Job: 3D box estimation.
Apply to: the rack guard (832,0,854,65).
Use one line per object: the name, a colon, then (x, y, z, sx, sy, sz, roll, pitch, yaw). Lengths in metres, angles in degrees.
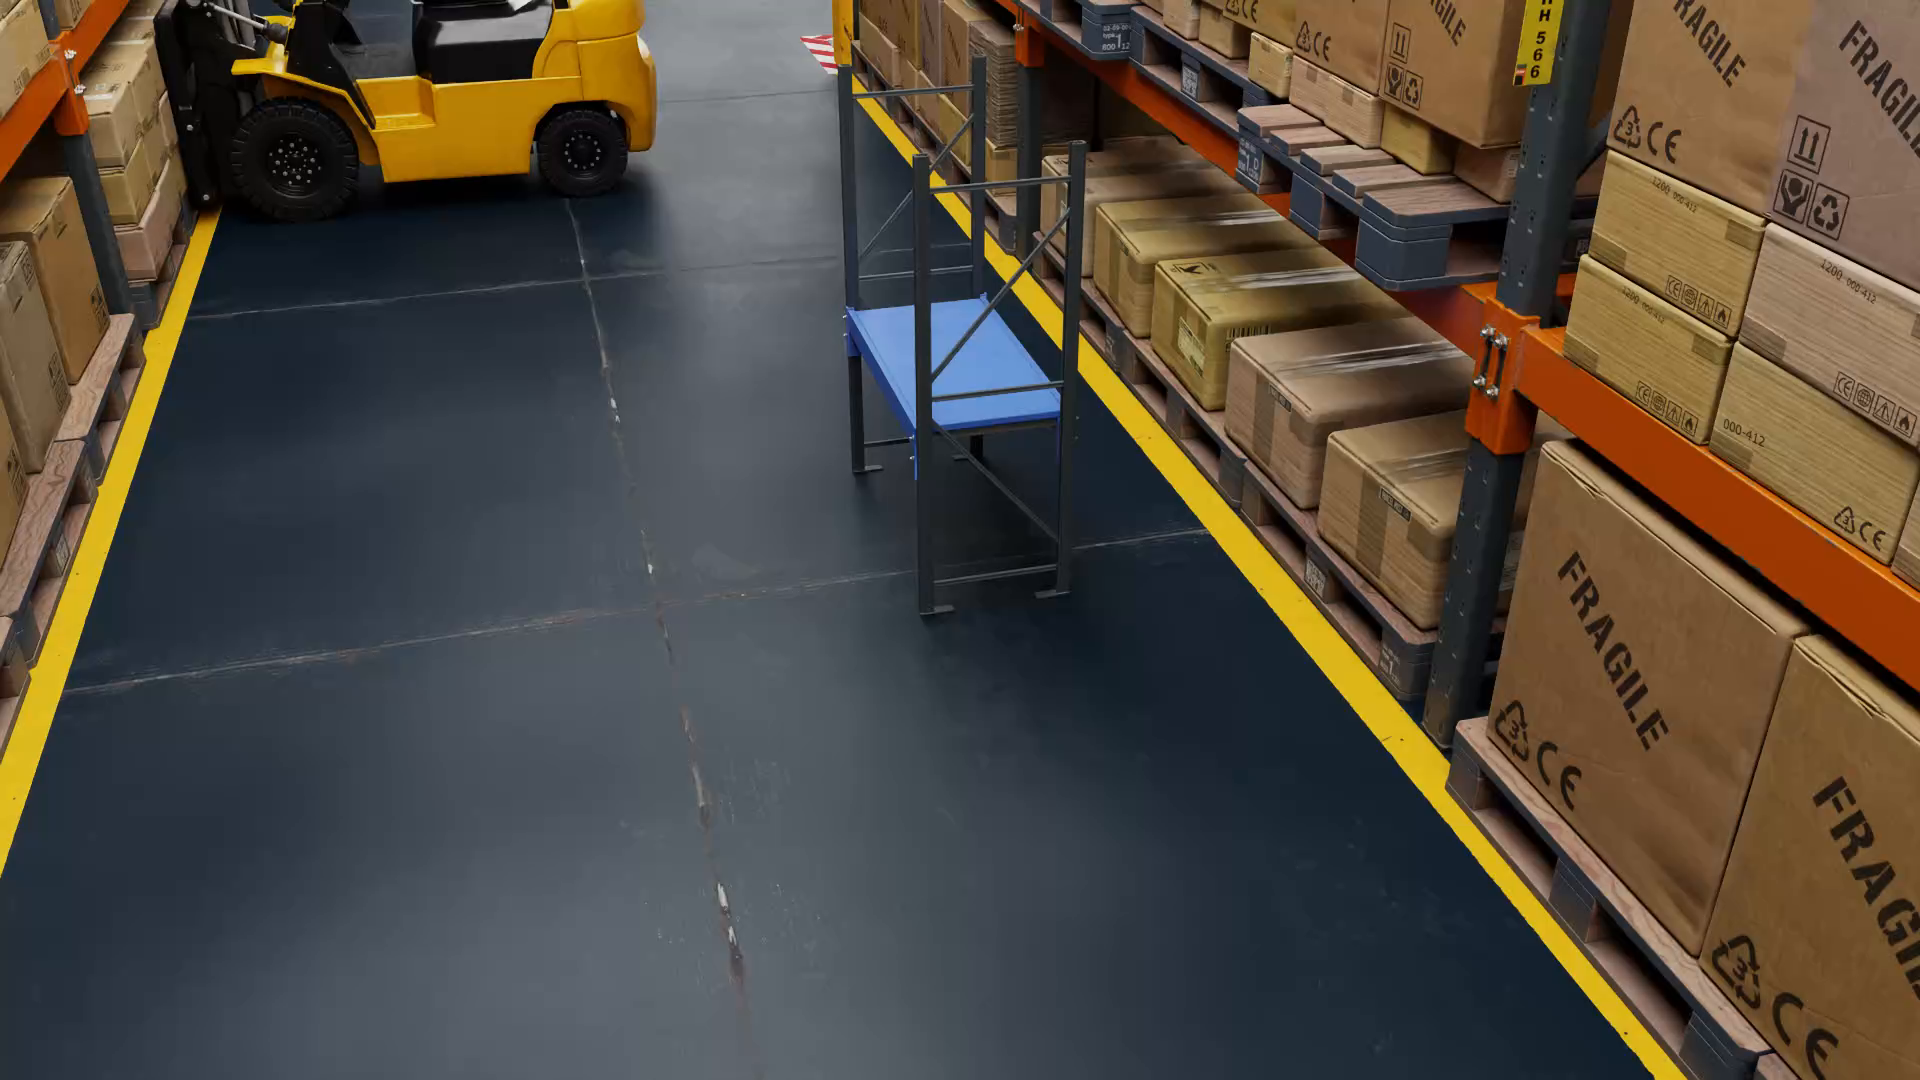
rack guard: (-0.273, -3.538, 11.364, 1.175, 0.500, 0.348, -8, 31, -13)

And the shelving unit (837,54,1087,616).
shelving unit: (-0.023, -0.690, 5.445, 0.538, 1.500, 1.048, -8, 31, -13)

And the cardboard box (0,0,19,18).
cardboard box: (-3.639, -2.011, 5.881, 0.500, 0.250, 0.500, -9, 31, -14)

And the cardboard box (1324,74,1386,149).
cardboard box: (1.266, -1.228, 4.710, 0.380, 0.149, 0.250, -8, 31, -14)

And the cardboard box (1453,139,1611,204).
cardboard box: (1.517, -0.993, 4.303, 0.380, 0.149, 0.250, -7, 31, -11)

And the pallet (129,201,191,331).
pallet: (-4.187, -1.246, 7.692, 1.003, 0.211, 1.213, -8, 31, -13)

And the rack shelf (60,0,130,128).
rack shelf: (-4.547, -2.718, 8.169, 1.077, 0.370, 4.000, -8, 31, -13)

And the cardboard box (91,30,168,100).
cardboard box: (-4.111, -2.250, 7.970, 0.500, 0.250, 0.500, -7, 31, -12)

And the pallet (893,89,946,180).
pallet: (0.229, -2.428, 9.734, 1.003, 0.211, 1.213, -8, 31, -13)

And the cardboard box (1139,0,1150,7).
cardboard box: (0.846, -2.111, 6.234, 0.380, 0.149, 0.250, -7, 31, -13)

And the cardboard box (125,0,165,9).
cardboard box: (-4.370, -2.750, 8.835, 0.500, 0.250, 0.500, -7, 31, -13)

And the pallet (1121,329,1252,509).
pallet: (1.304, -0.552, 6.493, 1.003, 0.211, 1.213, -8, 31, -13)

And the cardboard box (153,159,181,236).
cardboard box: (-3.975, -1.576, 7.803, 0.500, 0.250, 0.500, -9, 31, -14)

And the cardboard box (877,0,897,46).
cardboard box: (-0.196, -3.283, 10.005, 0.500, 0.500, 0.500, -9, 31, -15)

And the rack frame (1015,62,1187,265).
rack frame: (0.769, -2.725, 7.463, 1.000, 3.000, 0.127, -8, 31, -13)

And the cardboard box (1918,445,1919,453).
cardboard box: (1.983, -0.175, 2.708, 0.500, 0.250, 0.500, -8, 31, -13)

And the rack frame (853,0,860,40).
rack frame: (-0.293, -4.657, 10.801, 1.000, 3.000, 0.127, -8, 31, -13)

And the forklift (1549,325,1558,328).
forklift: (3.254, -2.273, 6.751, 1.130, 2.935, 3.031, 11, 32, 18)

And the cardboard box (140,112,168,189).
cardboard box: (-3.982, -1.789, 7.673, 0.500, 0.250, 0.500, -8, 31, -14)

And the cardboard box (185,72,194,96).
cardboard box: (-4.238, -2.277, 8.516, 0.500, 0.250, 0.500, -8, 31, -13)

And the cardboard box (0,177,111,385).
cardboard box: (-3.867, -0.966, 6.377, 0.875, 0.625, 0.625, -6, 31, -11)

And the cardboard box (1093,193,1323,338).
cardboard box: (1.105, -1.169, 6.980, 0.950, 0.372, 0.625, -6, 31, -10)

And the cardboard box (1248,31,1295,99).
cardboard box: (1.120, -1.482, 5.148, 0.380, 0.149, 0.250, -7, 31, -12)

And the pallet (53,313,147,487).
pallet: (-3.783, -0.506, 6.413, 1.003, 0.211, 1.213, -8, 31, -13)

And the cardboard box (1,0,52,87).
cardboard box: (-3.630, -1.789, 5.997, 0.500, 0.250, 0.500, -7, 31, -12)

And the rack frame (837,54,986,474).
rack frame: (-0.158, -0.936, 5.870, 0.500, 1.500, 0.032, -8, 31, -13)

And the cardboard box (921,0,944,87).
cardboard box: (0.080, -2.783, 9.141, 0.500, 0.500, 0.500, -6, 31, -11)

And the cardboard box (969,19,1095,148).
cardboard box: (0.353, -2.291, 8.291, 0.500, 0.500, 0.500, -8, 31, -14)

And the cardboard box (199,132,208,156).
cardboard box: (-4.242, -2.070, 8.657, 0.500, 0.250, 0.500, -7, 31, -12)

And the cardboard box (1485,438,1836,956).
cardboard box: (1.934, 0.290, 3.957, 0.875, 0.875, 0.875, -8, 31, -14)

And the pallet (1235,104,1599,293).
pallet: (1.539, -1.040, 4.744, 1.213, 0.211, 1.003, -8, 31, -13)

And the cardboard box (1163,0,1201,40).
cardboard box: (0.930, -1.856, 5.793, 0.380, 0.149, 0.250, -7, 31, -11)

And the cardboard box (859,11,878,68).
cardboard box: (-0.345, -3.222, 10.648, 0.500, 0.250, 0.500, -8, 31, -14)

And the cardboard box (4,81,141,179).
cardboard box: (-3.842, -1.763, 7.129, 0.500, 0.250, 0.500, -8, 31, -14)

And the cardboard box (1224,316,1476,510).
cardboard box: (1.487, -0.467, 5.766, 0.950, 0.372, 0.625, -8, 31, -14)

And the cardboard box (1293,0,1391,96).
cardboard box: (1.294, -1.577, 4.665, 0.500, 0.500, 0.500, -8, 31, -14)

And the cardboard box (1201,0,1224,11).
cardboard box: (1.015, -2.085, 5.542, 0.500, 0.500, 0.500, -9, 31, -15)

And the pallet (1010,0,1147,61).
pallet: (0.831, -2.253, 6.840, 1.003, 0.211, 1.213, -8, 31, -13)

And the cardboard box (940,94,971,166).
cardboard box: (0.202, -2.222, 8.920, 0.500, 0.250, 0.500, -9, 31, -15)

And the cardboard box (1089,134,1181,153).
cardboard box: (0.873, -2.037, 8.601, 0.500, 0.250, 0.500, -9, 31, -16)

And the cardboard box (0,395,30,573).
cardboard box: (-3.466, -0.228, 5.101, 0.875, 0.625, 0.625, -9, 31, -15)

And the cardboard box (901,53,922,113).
cardboard box: (-0.060, -2.713, 9.768, 0.500, 0.250, 0.500, -6, 31, -10)

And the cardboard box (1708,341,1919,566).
cardboard box: (1.871, -0.212, 3.273, 0.500, 0.250, 0.500, -9, 31, -15)

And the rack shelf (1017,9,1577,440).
rack shelf: (1.300, -1.447, 5.975, 1.077, 0.370, 4.000, -8, 31, -13)

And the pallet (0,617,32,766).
pallet: (-3.135, 0.673, 4.377, 1.003, 0.211, 1.213, -8, 31, -13)

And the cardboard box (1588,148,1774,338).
cardboard box: (1.727, -0.667, 3.558, 0.500, 0.250, 0.500, -8, 31, -14)

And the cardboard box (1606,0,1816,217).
cardboard box: (1.726, -0.998, 3.382, 0.500, 0.500, 0.500, -9, 31, -15)

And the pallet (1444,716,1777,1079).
pallet: (1.967, 0.805, 4.149, 1.003, 0.211, 1.213, -8, 31, -13)

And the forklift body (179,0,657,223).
forklift body: (-2.815, -2.954, 8.707, 2.313, 2.155, 1.214, -8, 31, -13)
